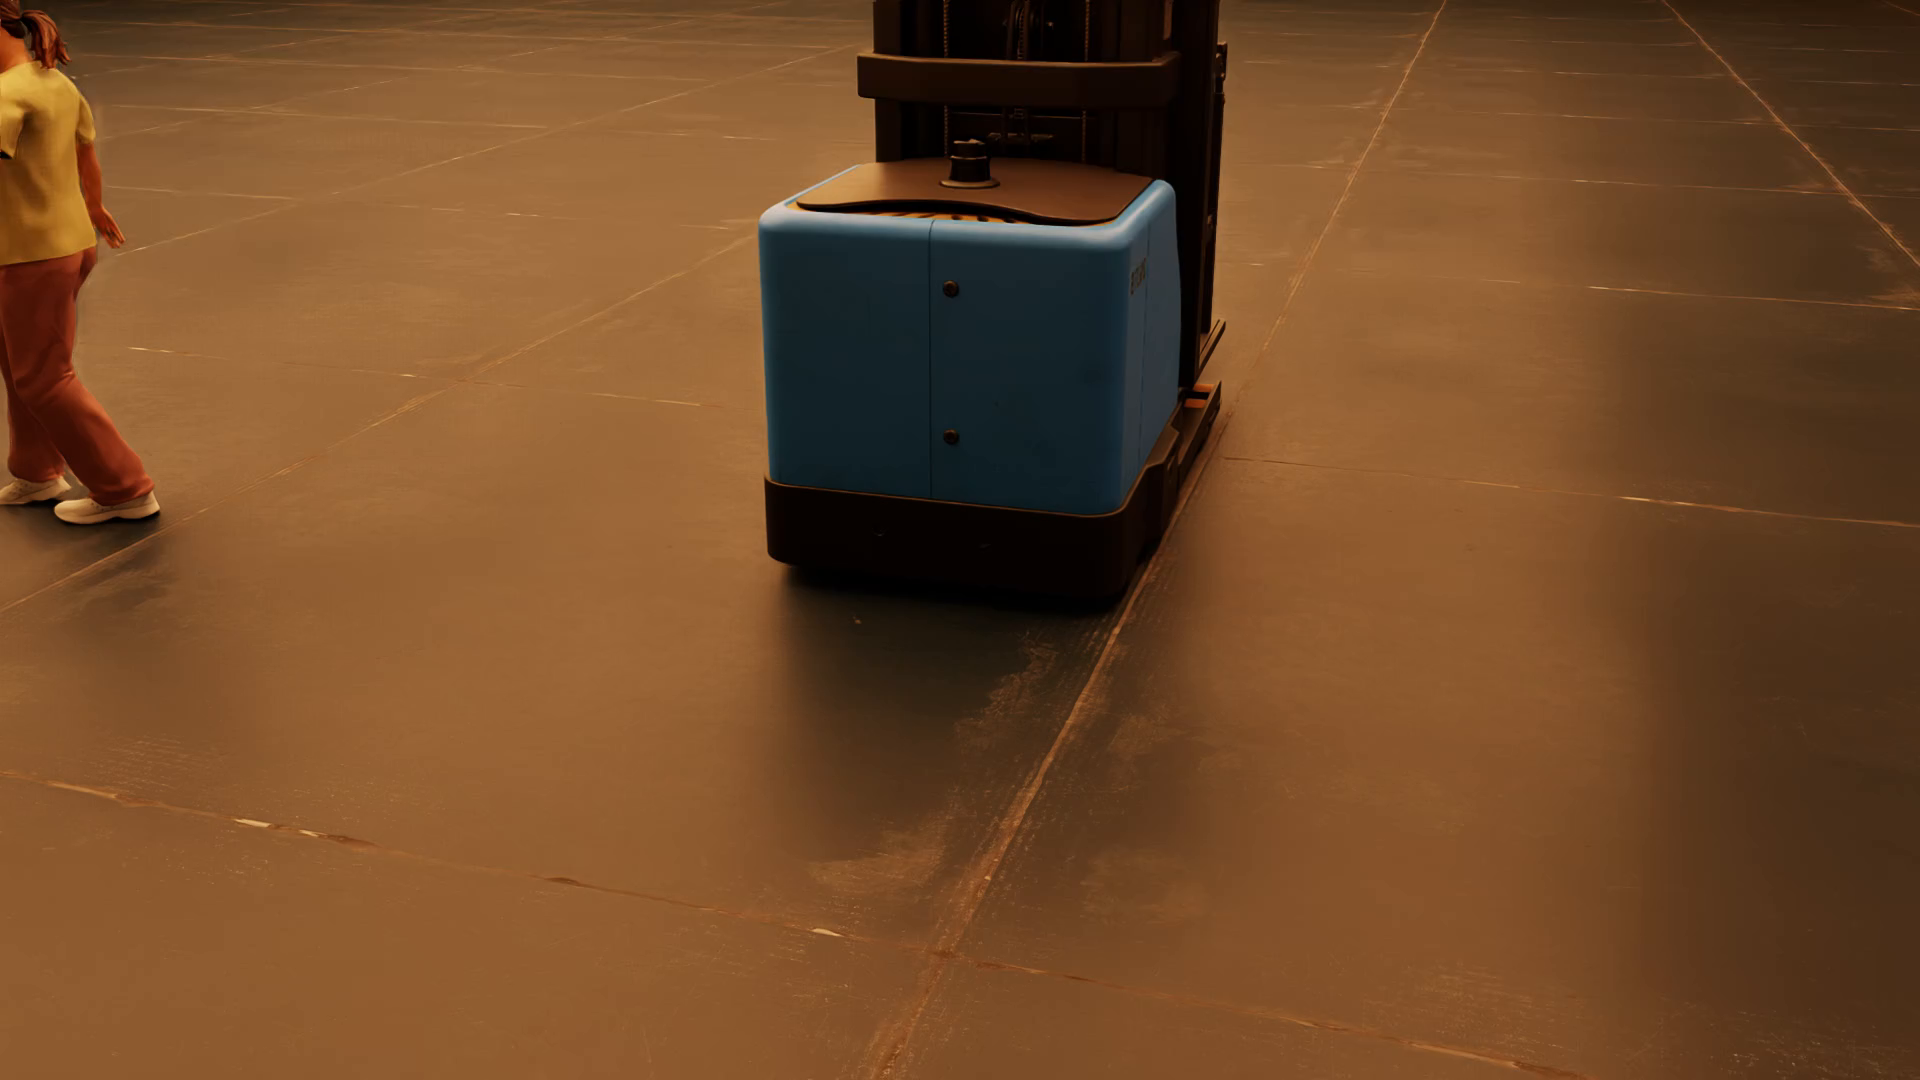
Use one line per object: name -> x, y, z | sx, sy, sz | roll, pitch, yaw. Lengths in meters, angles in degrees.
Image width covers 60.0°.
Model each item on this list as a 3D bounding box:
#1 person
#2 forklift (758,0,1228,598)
person -> -2.874, -0.840, 5.050 | 0.632, 1.691, 0.902 | -1, 22, -3
forklift -> 0.336, -1.730, 5.469 | 1.130, 2.935, 3.031 | 6, 23, 15
